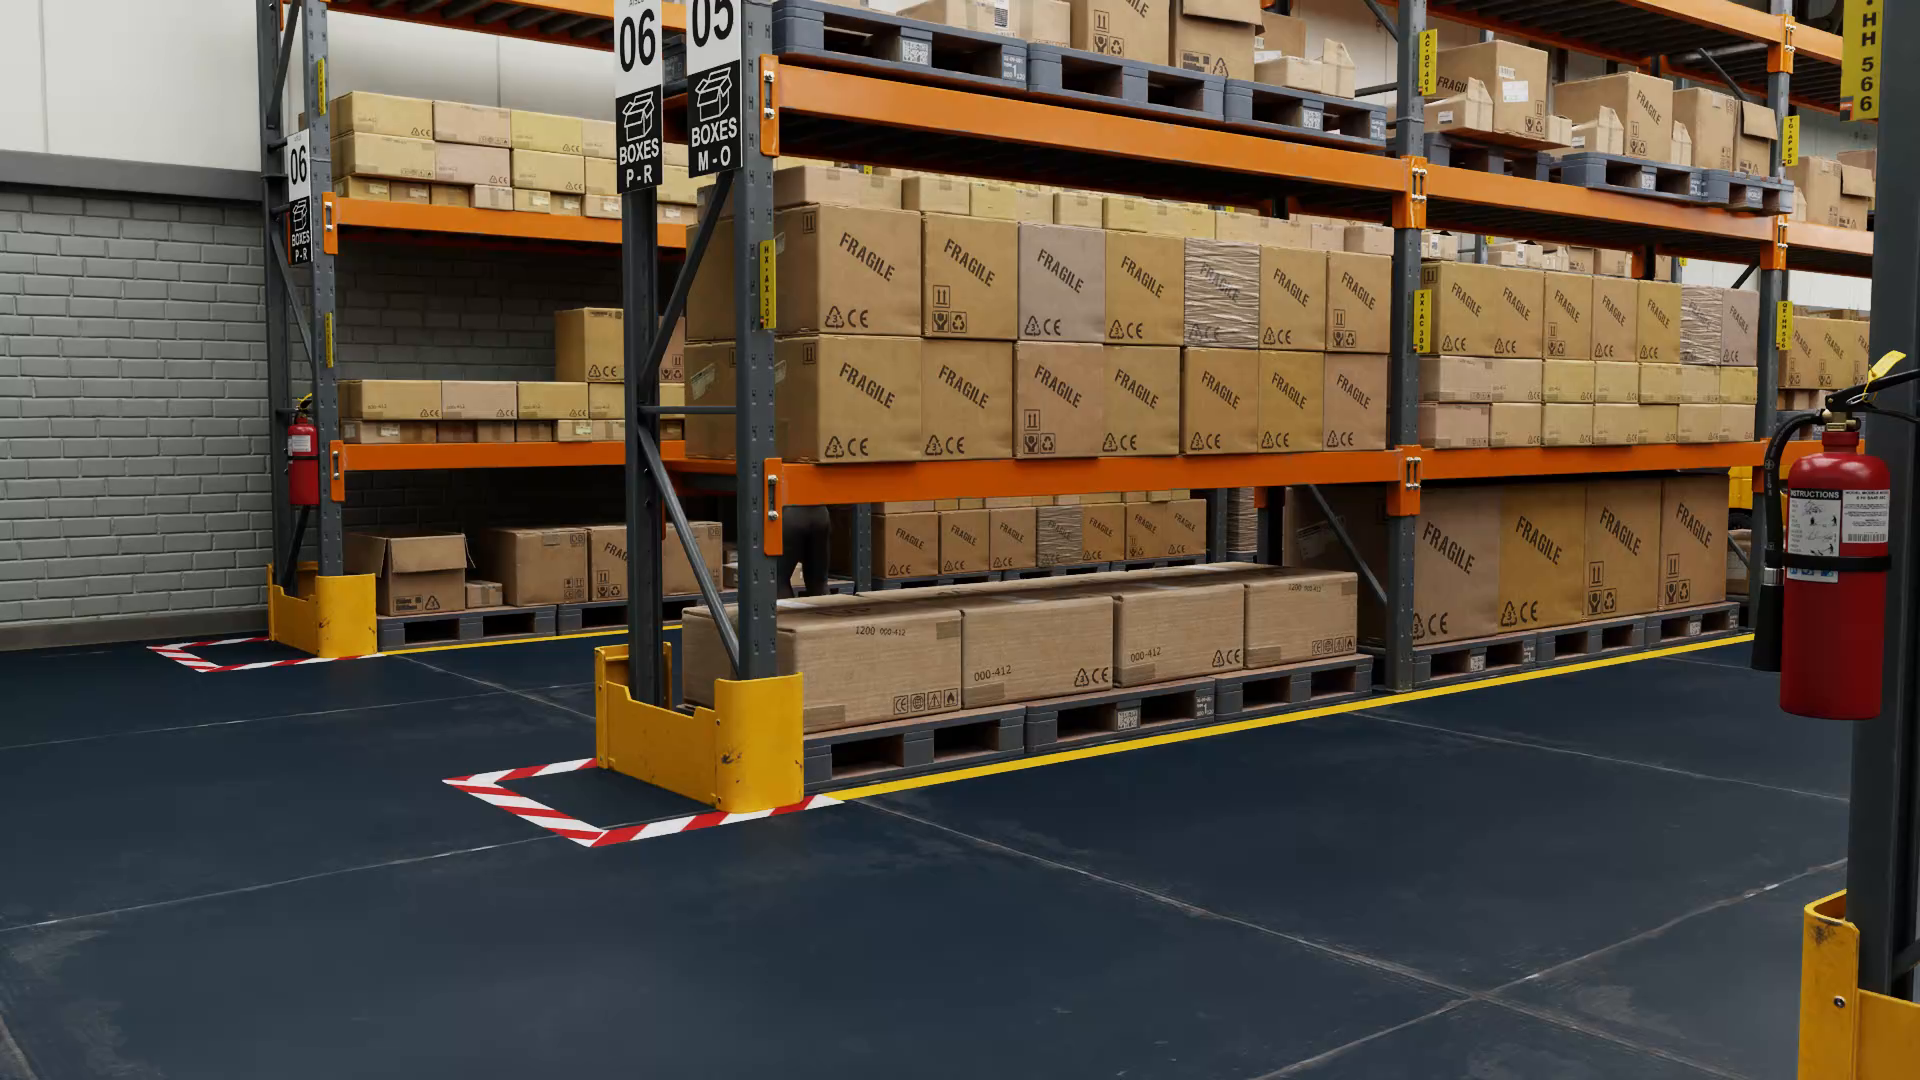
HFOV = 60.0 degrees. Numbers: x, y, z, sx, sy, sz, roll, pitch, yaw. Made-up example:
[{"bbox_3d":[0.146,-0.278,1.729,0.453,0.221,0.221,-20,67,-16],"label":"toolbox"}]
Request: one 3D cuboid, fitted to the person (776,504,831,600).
[{"bbox_3d":[-0.980,-0.088,9.915,0.530,1.656,0.395,-4,6,-41],"label":"person"}]
